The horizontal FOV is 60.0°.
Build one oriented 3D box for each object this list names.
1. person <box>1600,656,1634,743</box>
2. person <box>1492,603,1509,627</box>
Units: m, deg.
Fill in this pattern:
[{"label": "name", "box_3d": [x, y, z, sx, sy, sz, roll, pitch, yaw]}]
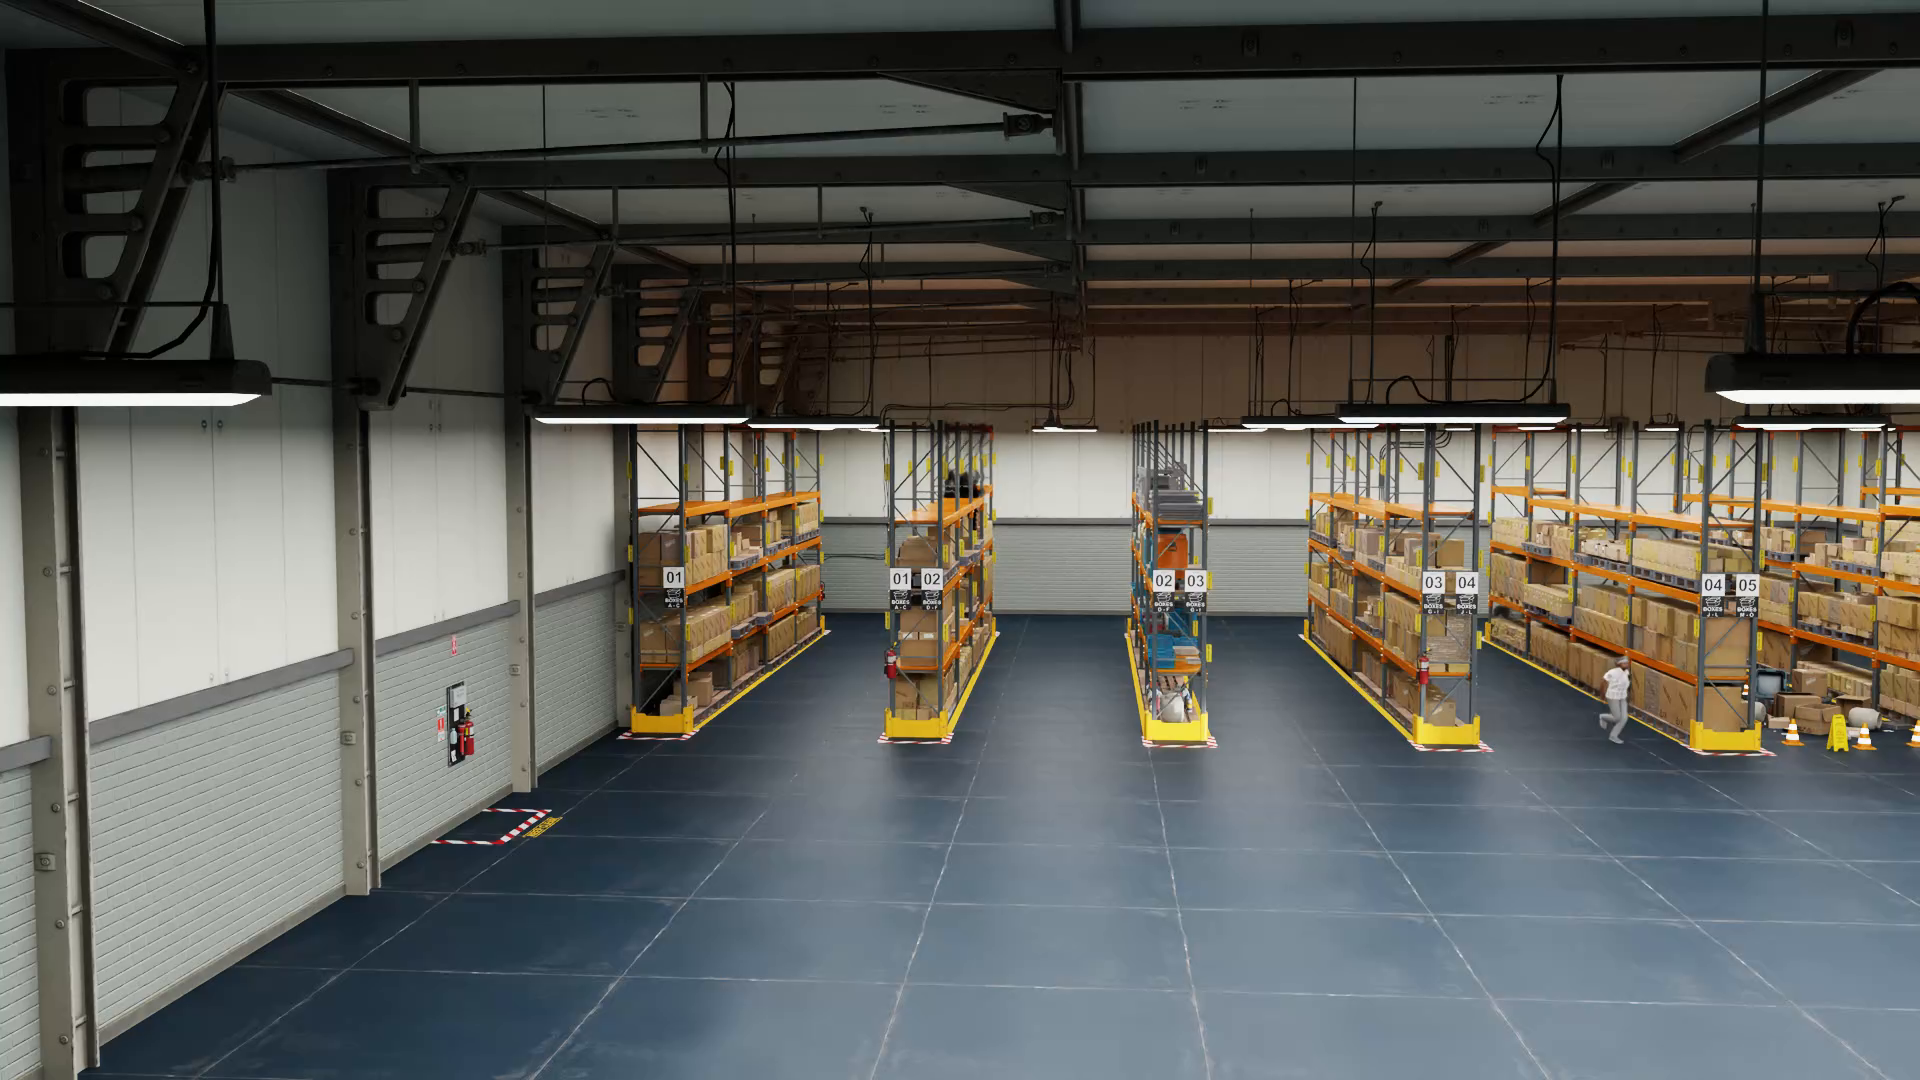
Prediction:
[{"label": "person", "box_3d": [12.241, 2.956, 31.007, 0.608, 1.647, 0.662, -2, 4, -23]}, {"label": "person", "box_3d": [15.468, 1.936, 47.281, 0.771, 1.702, 0.579, -1, 4, -8]}]
